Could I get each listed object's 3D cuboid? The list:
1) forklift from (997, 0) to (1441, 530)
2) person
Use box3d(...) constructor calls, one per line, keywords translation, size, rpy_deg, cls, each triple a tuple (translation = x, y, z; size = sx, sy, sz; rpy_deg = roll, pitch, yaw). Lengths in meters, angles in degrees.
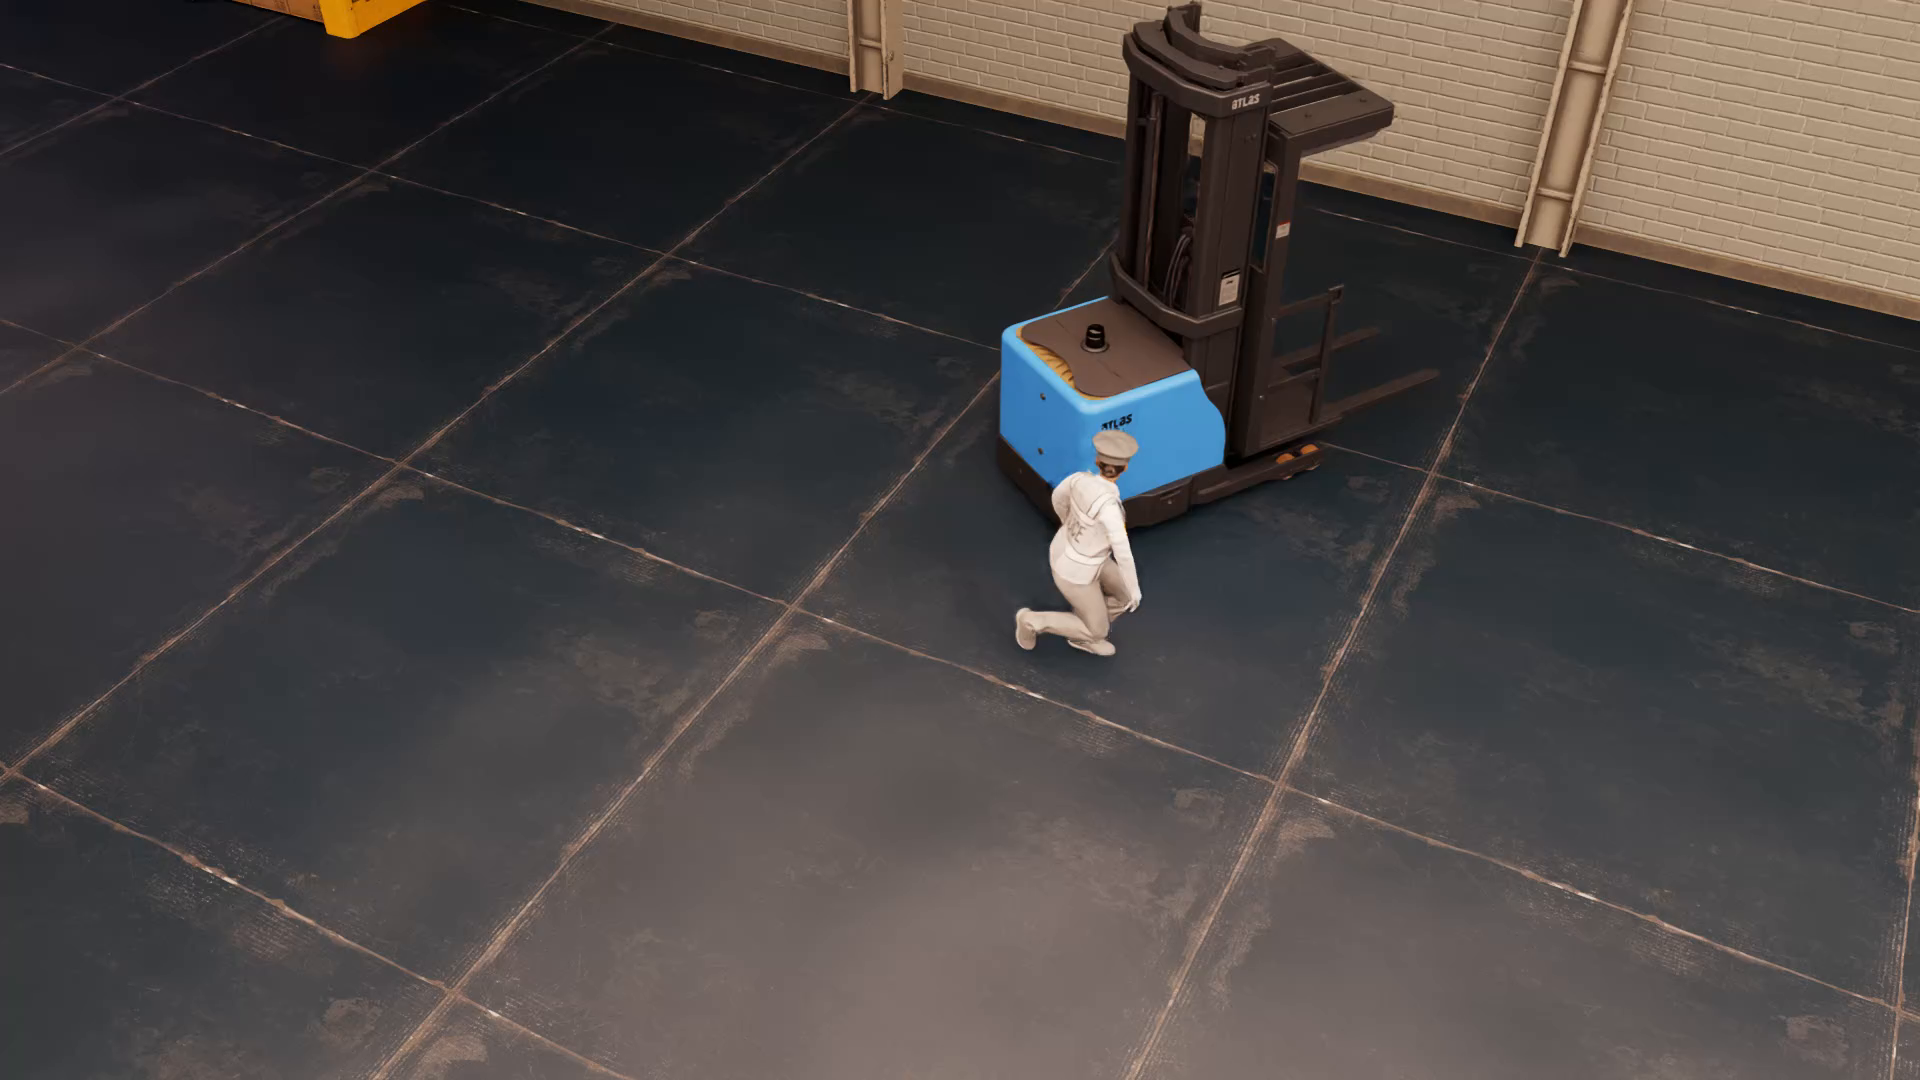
box3d(translation=(1.776, -1.789, 10.110), size=(3.031, 2.935, 1.130), rpy_deg=(-20, 44, -22), cls="forklift")
box3d(translation=(0.649, 0.057, 9.094), size=(0.671, 1.458, 0.628), rpy_deg=(1, 40, 1), cls="person")
